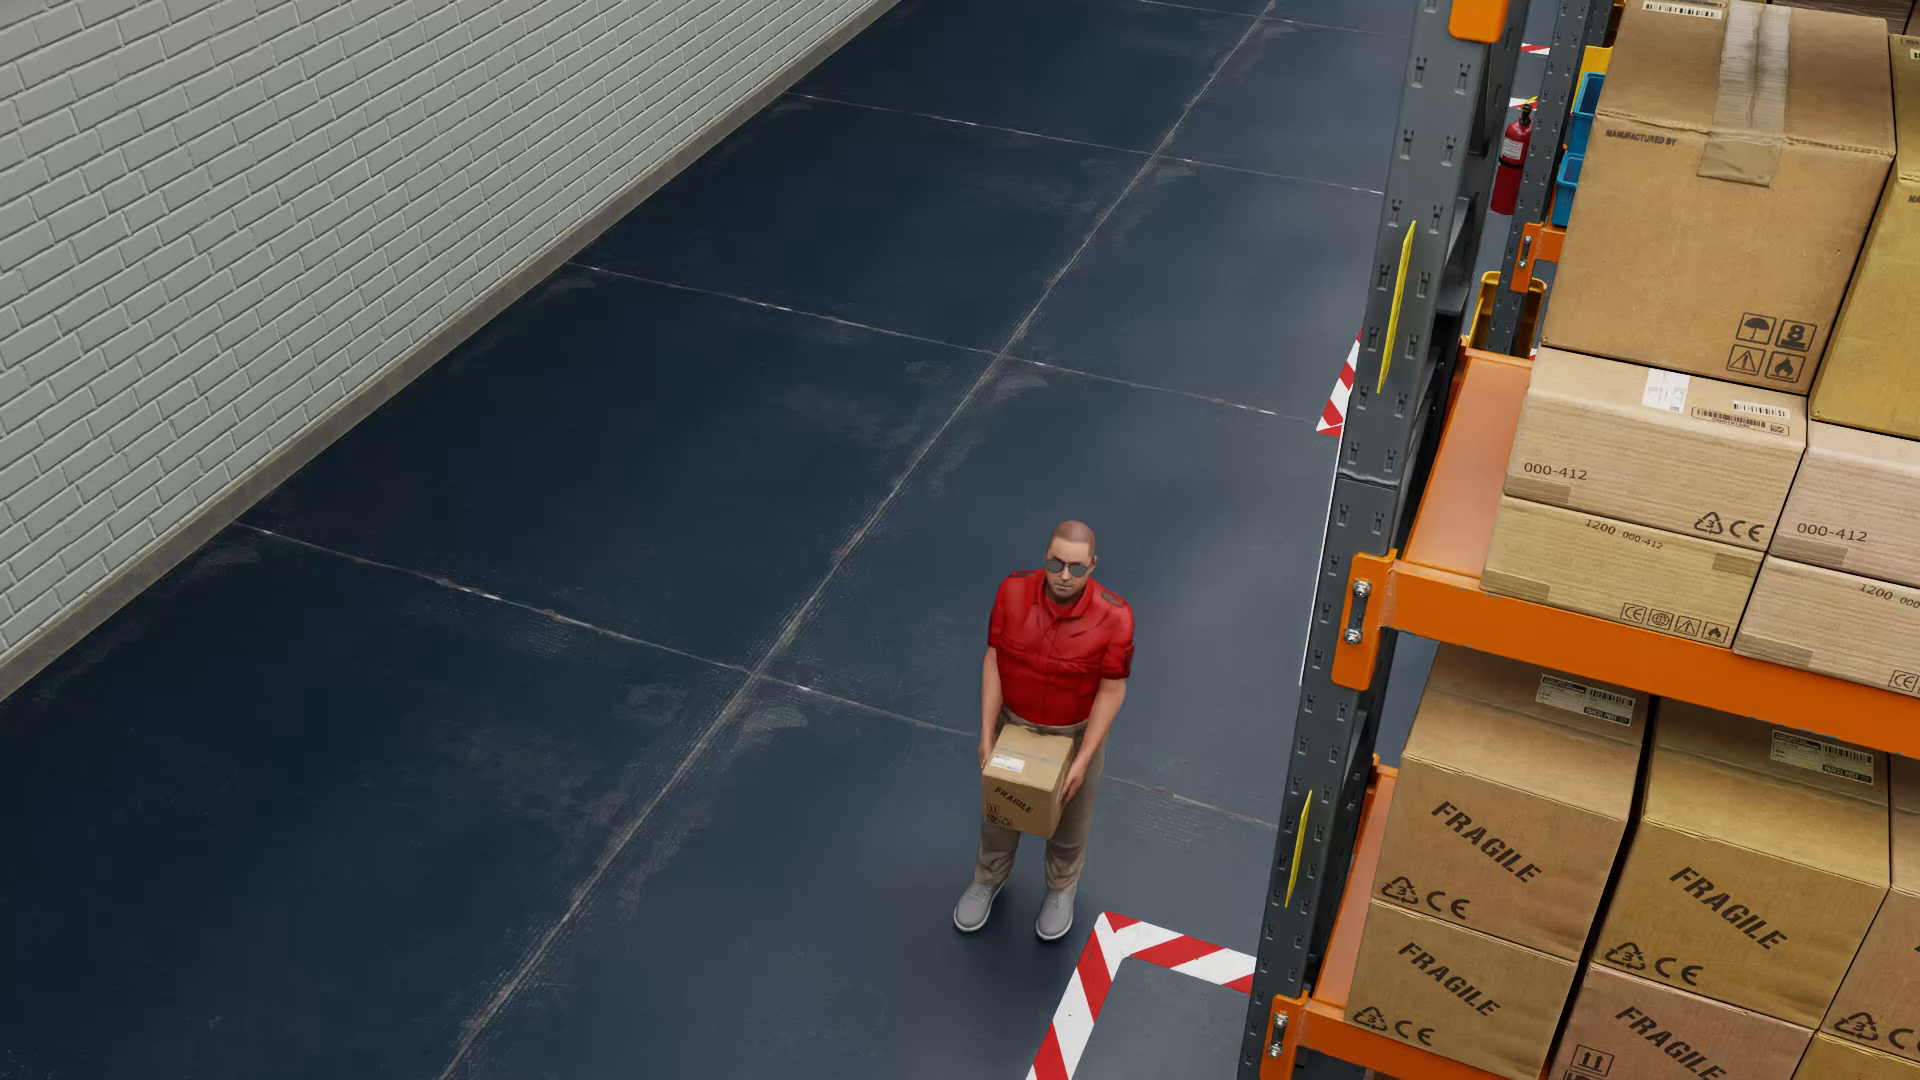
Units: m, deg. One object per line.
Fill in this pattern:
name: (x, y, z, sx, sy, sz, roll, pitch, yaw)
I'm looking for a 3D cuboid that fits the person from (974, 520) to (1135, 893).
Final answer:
person: (0.305, 0.690, 5.869, 0.531, 1.664, 0.479, 13, 39, 16)
